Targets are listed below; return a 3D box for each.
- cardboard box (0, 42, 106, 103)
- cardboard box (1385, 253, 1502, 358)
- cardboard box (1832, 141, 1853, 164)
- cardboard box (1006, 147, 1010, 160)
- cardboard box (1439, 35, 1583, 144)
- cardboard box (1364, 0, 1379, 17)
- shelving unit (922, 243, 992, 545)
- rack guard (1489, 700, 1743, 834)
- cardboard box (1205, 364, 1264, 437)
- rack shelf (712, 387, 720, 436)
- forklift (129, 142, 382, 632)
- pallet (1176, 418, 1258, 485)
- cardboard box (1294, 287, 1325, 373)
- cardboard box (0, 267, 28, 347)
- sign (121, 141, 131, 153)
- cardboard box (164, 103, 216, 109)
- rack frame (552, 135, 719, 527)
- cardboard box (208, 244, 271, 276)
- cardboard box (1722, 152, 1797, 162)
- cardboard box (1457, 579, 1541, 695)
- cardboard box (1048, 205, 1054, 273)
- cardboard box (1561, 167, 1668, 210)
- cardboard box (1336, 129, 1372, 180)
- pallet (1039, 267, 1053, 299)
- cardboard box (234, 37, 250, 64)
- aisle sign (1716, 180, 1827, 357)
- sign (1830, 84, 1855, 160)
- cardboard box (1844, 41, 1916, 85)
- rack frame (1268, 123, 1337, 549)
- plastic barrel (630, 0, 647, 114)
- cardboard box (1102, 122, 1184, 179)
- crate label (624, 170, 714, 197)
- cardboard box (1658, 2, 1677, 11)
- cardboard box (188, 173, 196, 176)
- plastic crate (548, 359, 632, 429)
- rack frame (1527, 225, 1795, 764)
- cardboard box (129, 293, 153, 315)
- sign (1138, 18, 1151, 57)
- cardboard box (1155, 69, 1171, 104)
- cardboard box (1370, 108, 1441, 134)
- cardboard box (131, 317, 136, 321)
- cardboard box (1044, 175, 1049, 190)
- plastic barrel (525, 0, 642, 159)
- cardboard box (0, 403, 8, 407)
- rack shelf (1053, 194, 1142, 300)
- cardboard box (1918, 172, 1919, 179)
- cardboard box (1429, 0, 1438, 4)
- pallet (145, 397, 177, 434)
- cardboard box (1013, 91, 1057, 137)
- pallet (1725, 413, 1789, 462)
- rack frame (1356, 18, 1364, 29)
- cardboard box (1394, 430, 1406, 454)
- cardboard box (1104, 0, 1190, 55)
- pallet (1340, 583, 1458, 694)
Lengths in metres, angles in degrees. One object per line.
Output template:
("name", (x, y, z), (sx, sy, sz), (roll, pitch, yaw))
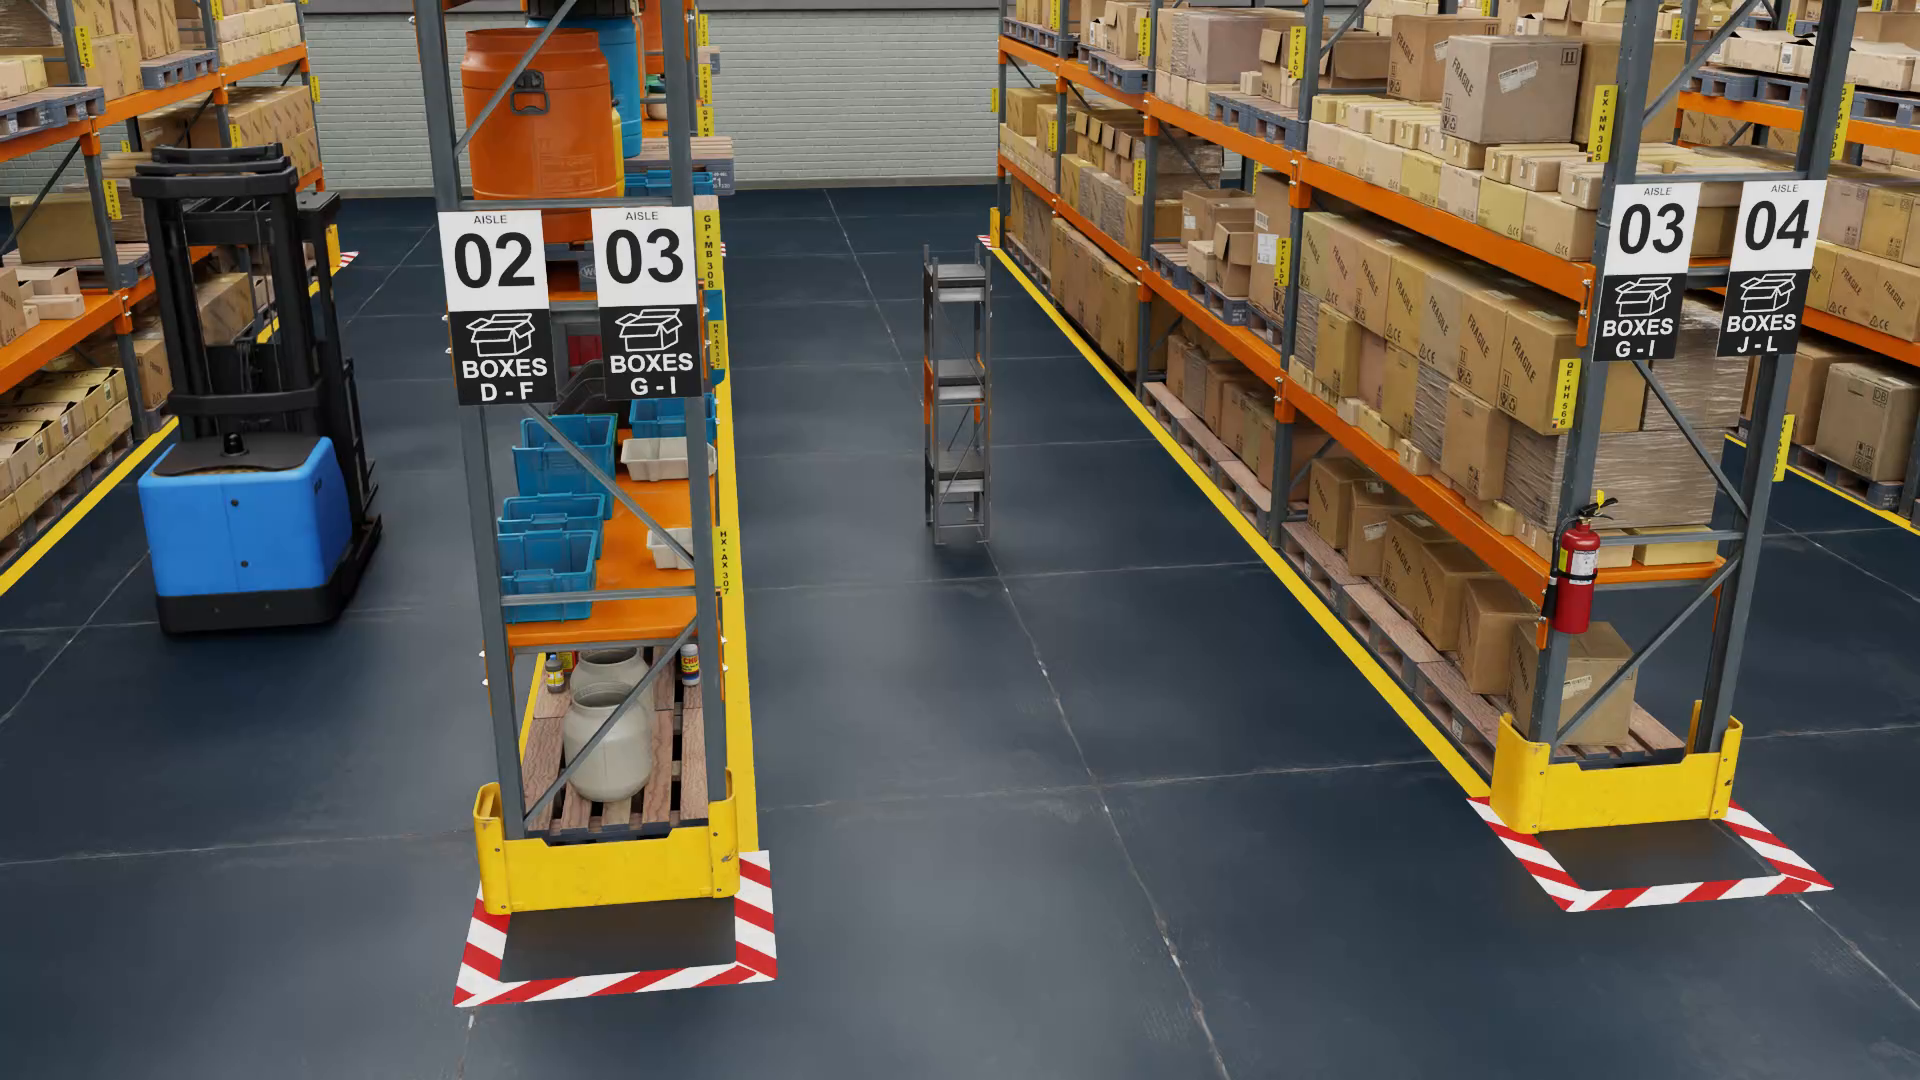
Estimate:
("cardboard box", (-7.724, -3.872, 13.867), (0.910, 0.500, 0.500), (-3, 21, -8))
("cardboard box", (2.793, -1.352, 9.551), (0.500, 0.500, 0.500), (-3, 21, -8))
("cardboard box", (11.086, -4.849, 20.768), (0.500, 0.500, 0.500), (-3, 21, -7))
("cardboard box", (0.822, -5.105, 21.955), (0.380, 0.149, 0.250), (-3, 21, -9))
("cardboard box", (2.855, -2.349, 8.649), (0.500, 0.500, 0.500), (-3, 21, -8))
("cardboard box", (5.753, -7.155, 22.299), (0.500, 0.250, 0.500), (-3, 21, -7))
("shelving unit", (-0.024, -1.041, 12.002), (0.431, 2.100, 0.503), (-3, 21, -8))
("rack guard", (3.318, 1.145, 8.436), (1.175, 0.500, 0.348), (-3, 21, -8))
("cardboard box", (2.473, -1.186, 14.049), (0.700, 0.500, 0.500), (-1, 21, -3))
("rack shelf", (-2.438, -1.490, 12.947), (1.077, 0.370, 4.000), (-3, 21, -8))
("forklift", (-4.776, -1.271, 11.431), (1.130, 2.935, 3.031), (-3, 21, -9))
("pallet", (2.459, -0.771, 13.979), (1.003, 0.211, 1.213), (-3, 21, -8))
("cardboard box", (2.756, -1.412, 11.141), (0.875, 0.500, 0.500), (-3, 21, -8))
("cardboard box", (-7.370, -1.738, 12.439), (0.500, 0.500, 0.500), (-4, 21, -11))
("sign", (-8.740, -4.032, 17.486), (0.100, 0.325, 0.005), (-3, 21, -8))
("cardboard box", (-8.683, -4.685, 18.901), (0.500, 0.500, 0.500), (-3, 21, -7))
("rack frame", (-2.149, -1.135, 10.967), (1.000, 3.000, 0.127), (-3, 21, -8))
("cardboard box", (-8.481, -3.343, 19.818), (0.797, 0.503, 0.637), (-3, 21, -8))
("cardboard box", (7.227, -3.169, 14.841), (0.700, 0.500, 0.500), (-3, 21, -9))
("cardboard box", (3.135, 0.552, 9.422), (0.500, 0.500, 0.500), (2, 21, 6))
("cardboard box", (1.583, -3.588, 19.973), (0.875, 0.875, 0.875), (-3, 21, -8))
("cardboard box", (2.980, -1.602, 7.575), (0.380, 0.149, 0.250), (-3, 21, -8))
("cardboard box", (2.645, -2.368, 10.196), (0.500, 0.250, 0.500), (-3, 21, -8))
("pallet", (1.567, -3.115, 20.255), (1.003, 0.211, 1.213), (-3, 21, -8))
("cardboard box", (-8.098, -5.345, 18.167), (0.500, 0.250, 0.500), (-3, 21, -8))
("aisle sign", (3.634, -1.211, 7.456), (0.394, 0.787, 0.004), (-3, 21, -8))
("sign", (3.866, -1.842, 7.323), (0.100, 0.325, 0.005), (-3, 21, -8))
("cardboard box", (7.204, -3.802, 13.207), (0.500, 0.311, 0.500), (-4, 21, -10))
("rack frame", (2.752, -1.384, 11.636), (1.000, 3.000, 0.127), (-3, 21, -8))
("plastic barrel", (-2.822, -3.864, 13.272), (0.600, 0.901, 0.600), (0, 20, 0))
("cardboard box", (1.892, -3.998, 17.056), (0.797, 0.503, 0.637), (-2, 21, -6))
("crate label", (-1.516, -1.750, 8.540), (0.502, 0.251, 0.408), (-3, 21, -8))
("cardboard box", (6.694, -5.099, 16.057), (0.396, 0.266, 0.258), (-3, 21, -8))
("cardboard box", (-8.531, -3.863, 18.129), (0.500, 0.500, 0.500), (-3, 21, -7))
("plastic crate", (-2.200, -0.918, 10.475), (0.767, 0.338, 0.504), (-3, 21, -8))
("rack frame", (3.329, 0.000, 7.928), (1.000, 3.000, 0.127), (-3, 21, -8))
("cardboard box", (-8.159, -2.343, 16.074), (0.500, 0.250, 0.500), (-3, 21, -9))
("sign", (1.625, -4.429, 14.647), (0.100, 0.325, 0.005), (-3, 21, -8))
("cardboard box", (1.991, -3.929, 14.375), (0.500, 0.250, 0.500), (-3, 21, -7))
("cardboard box", (2.696, -2.511, 10.011), (0.380, 0.149, 0.250), (-2, 21, -6))
("cardboard box", (-8.069, -1.797, 15.685), (0.500, 0.500, 0.500), (-4, 21, -10))
("cardboard box", (1.193, -4.215, 19.573), (0.380, 0.149, 0.250), (-3, 21, -7))
("plastic barrel", (-2.112, -2.621, 9.344), (0.600, 0.901, 0.708), (-3, 21, -8))
("cardboard box", (-7.688, -0.888, 12.835), (0.500, 0.311, 0.500), (-3, 21, -9))
("rack shelf", (1.887, -3.125, 17.324), (1.077, 0.370, 4.000), (-3, 21, -8))
("cardboard box", (11.342, -4.061, 19.016), (0.500, 0.250, 0.500), (-3, 21, -8))
("cardboard box", (5.994, -6.666, 20.421), (0.380, 0.149, 0.250), (-3, 21, -8))
("pallet", (-7.698, -1.225, 15.195), (1.003, 0.211, 1.213), (-3, 21, -8))
("cardboard box", (0.977, -5.428, 21.179), (0.500, 0.500, 0.500), (-3, 21, -9))
("pallet", (7.310, -0.980, 14.538), (1.003, 0.211, 1.213), (-3, 21, -8))
("rack frame", (5.945, -5.754, 23.336), (1.000, 3.000, 0.127), (-3, 21, -8))
("cardboard box", (2.796, -0.574, 9.826), (0.380, 0.149, 0.250), (-3, 21, -8))
("cardboard box", (1.860, -5.126, 16.618), (0.797, 0.503, 0.637), (-3, 21, -8))
("pallet", (3.063, 0.576, 10.373), (1.003, 0.211, 1.213), (-3, 21, -8))
